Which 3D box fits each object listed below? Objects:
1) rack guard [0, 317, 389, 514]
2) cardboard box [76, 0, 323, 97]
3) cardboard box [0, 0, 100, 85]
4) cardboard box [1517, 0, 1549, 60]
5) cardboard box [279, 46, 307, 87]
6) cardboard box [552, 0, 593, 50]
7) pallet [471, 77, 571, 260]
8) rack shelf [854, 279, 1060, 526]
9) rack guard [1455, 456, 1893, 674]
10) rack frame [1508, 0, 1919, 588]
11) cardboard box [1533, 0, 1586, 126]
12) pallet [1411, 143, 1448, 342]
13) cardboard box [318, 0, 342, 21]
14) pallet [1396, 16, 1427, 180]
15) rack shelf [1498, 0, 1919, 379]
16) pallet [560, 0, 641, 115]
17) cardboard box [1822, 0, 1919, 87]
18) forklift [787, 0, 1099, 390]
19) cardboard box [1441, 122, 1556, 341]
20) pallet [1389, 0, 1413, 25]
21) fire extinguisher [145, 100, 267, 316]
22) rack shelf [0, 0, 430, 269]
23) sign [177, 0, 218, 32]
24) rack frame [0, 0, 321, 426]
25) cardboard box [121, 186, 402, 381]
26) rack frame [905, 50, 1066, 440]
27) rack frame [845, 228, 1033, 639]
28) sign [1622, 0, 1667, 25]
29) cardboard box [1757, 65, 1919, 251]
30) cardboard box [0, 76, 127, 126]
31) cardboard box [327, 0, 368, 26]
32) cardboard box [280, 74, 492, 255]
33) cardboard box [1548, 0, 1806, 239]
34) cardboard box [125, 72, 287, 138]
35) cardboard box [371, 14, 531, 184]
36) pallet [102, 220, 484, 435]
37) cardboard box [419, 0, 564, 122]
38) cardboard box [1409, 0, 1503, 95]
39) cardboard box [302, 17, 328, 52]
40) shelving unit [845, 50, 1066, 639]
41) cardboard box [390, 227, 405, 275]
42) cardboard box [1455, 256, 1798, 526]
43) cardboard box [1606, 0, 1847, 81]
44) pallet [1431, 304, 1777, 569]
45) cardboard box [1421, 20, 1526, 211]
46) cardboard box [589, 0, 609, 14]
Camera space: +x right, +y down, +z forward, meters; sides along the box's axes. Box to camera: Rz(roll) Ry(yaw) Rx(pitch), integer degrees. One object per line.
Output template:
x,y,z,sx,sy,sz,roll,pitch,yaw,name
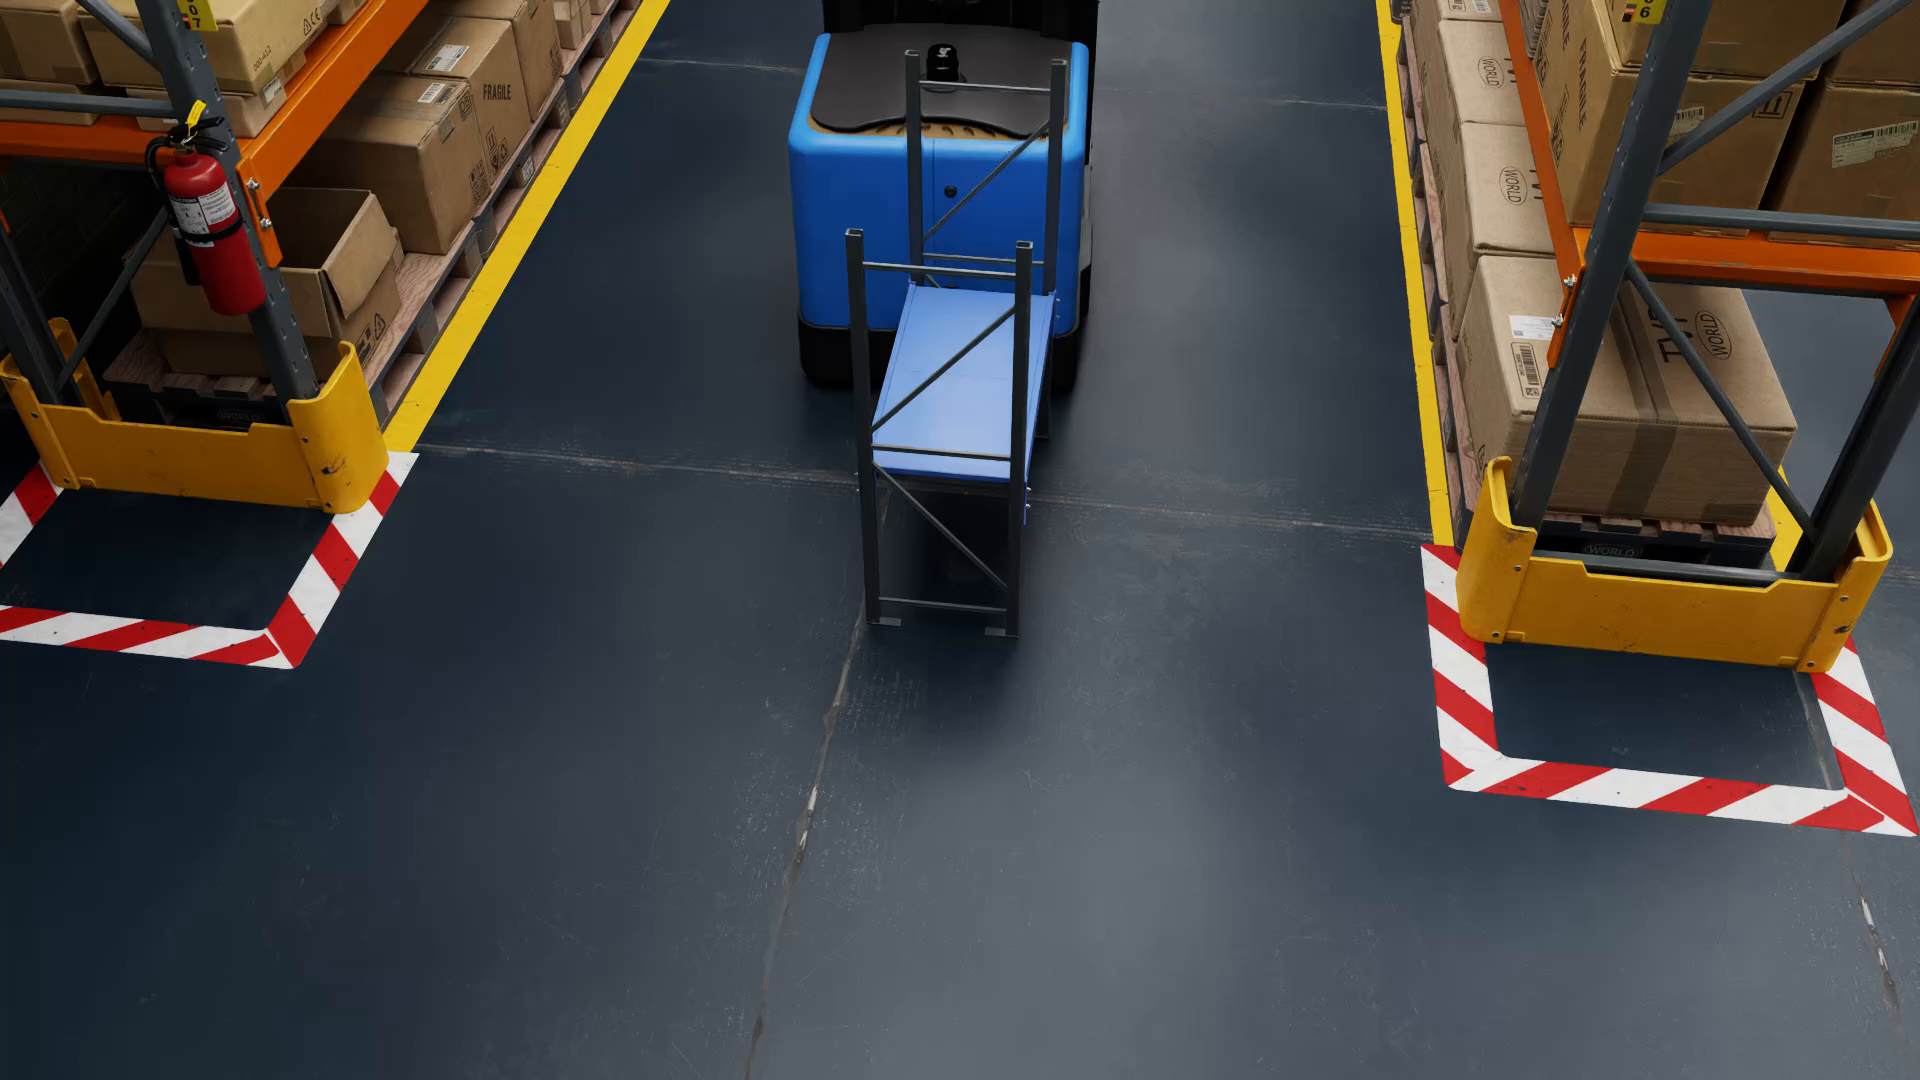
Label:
-2.671,-0.437,5.848,1.175,0.500,0.348,5,44,6,rack guard
-2.354,-1.631,5.184,0.500,0.250,0.500,5,44,6,cardboard box
-2.883,-1.684,5.240,0.500,0.250,0.500,6,44,7,cardboard box
2.181,-1.926,5.529,0.500,0.500,0.500,6,44,7,cardboard box
-2.378,-1.579,5.418,0.380,0.149,0.250,6,44,7,cardboard box
-1.982,-2.529,7.923,0.396,0.266,0.258,7,44,7,cardboard box
-2.403,-1.705,7.397,1.003,0.211,1.213,5,44,6,pallet
0.011,-0.472,5.419,0.538,0.185,1.000,5,44,6,rack shelf
2.236,0.079,5.302,1.175,0.500,0.348,5,44,6,rack guard
2.240,-0.845,4.460,1.000,3.000,0.127,5,44,6,rack frame
2.122,-1.574,5.158,0.500,0.500,0.500,4,44,5,cardboard box
2.432,-1.213,6.878,1.003,0.211,1.213,5,44,6,pallet
-2.287,-1.975,5.547,0.500,0.250,0.500,6,44,6,cardboard box
2.590,-2.047,7.758,1.003,0.211,1.213,5,44,6,pallet
2.504,-1.946,6.147,1.077,0.370,4.000,5,44,6,rack shelf
-2.244,-2.539,8.278,1.003,0.211,1.213,5,44,6,pallet
2.585,-1.545,4.400,0.500,0.500,0.500,4,44,5,cardboard box
0.021,-2.635,6.401,1.130,2.935,3.031,3,44,3,forklift
2.340,-1.150,6.341,0.875,0.438,0.875,6,44,7,cardboard box
2.796,-3.091,8.861,1.003,0.211,1.213,5,44,6,pallet
-2.242,-0.987,4.939,0.296,0.674,0.183,5,44,6,fire extinguisher
-2.417,-2.395,6.621,1.077,0.370,4.000,5,44,6,rack shelf
-2.143,-1.558,4.584,0.100,0.325,0.005,5,44,6,sign
-2.681,-1.293,4.934,1.000,3.000,0.127,5,44,6,rack frame
-2.506,-0.947,6.079,0.797,0.503,0.637,4,44,4,cardboard box
0.078,-0.949,5.662,0.500,1.500,0.032,5,44,6,rack frame
-0.056,-0.256,4.930,0.500,1.500,0.032,5,44,6,rack frame
1.704,-1.410,4.043,0.100,0.325,0.005,5,44,6,sign
2.588,-1.182,4.744,0.500,0.500,0.500,5,44,5,cardboard box
-2.903,-1.452,5.285,0.380,0.149,0.250,5,44,5,cardboard box
-2.283,-1.928,5.787,0.380,0.149,0.250,7,44,7,cardboard box
-2.355,-1.525,6.692,0.700,0.500,0.500,7,44,7,cardboard box
2.041,-1.234,4.799,0.500,0.500,0.500,5,44,6,cardboard box
-2.366,-1.401,5.231,0.380,0.149,0.250,5,44,5,cardboard box
-2.186,-1.876,7.063,0.500,0.500,0.500,6,44,6,cardboard box
-2.566,-0.876,6.522,1.003,0.211,1.213,5,44,6,pallet
-2.217,-2.233,7.439,0.700,0.500,0.500,4,44,4,cardboard box
2.579,-2.375,7.634,0.875,0.438,0.875,5,44,5,cardboard box
-2.377,-1.761,5.611,0.380,0.149,0.250,5,44,5,cardboard box
0.011,-0.603,5.296,0.538,1.500,1.048,5,44,6,shelving unit
-2.411,-1.105,6.503,0.380,0.149,0.250,4,44,4,cardboard box
2.228,-0.526,5.681,0.875,0.438,0.875,4,44,4,cardboard box
2.067,-1.594,4.452,0.500,0.500,0.500,7,44,7,cardboard box
2.268,-0.384,6.002,1.003,0.211,1.213,5,44,6,pallet
2.461,-1.764,6.990,0.875,0.438,0.875,4,44,4,cardboard box
-1.935,-2.730,8.220,0.380,0.149,0.250,4,44,4,cardboard box
